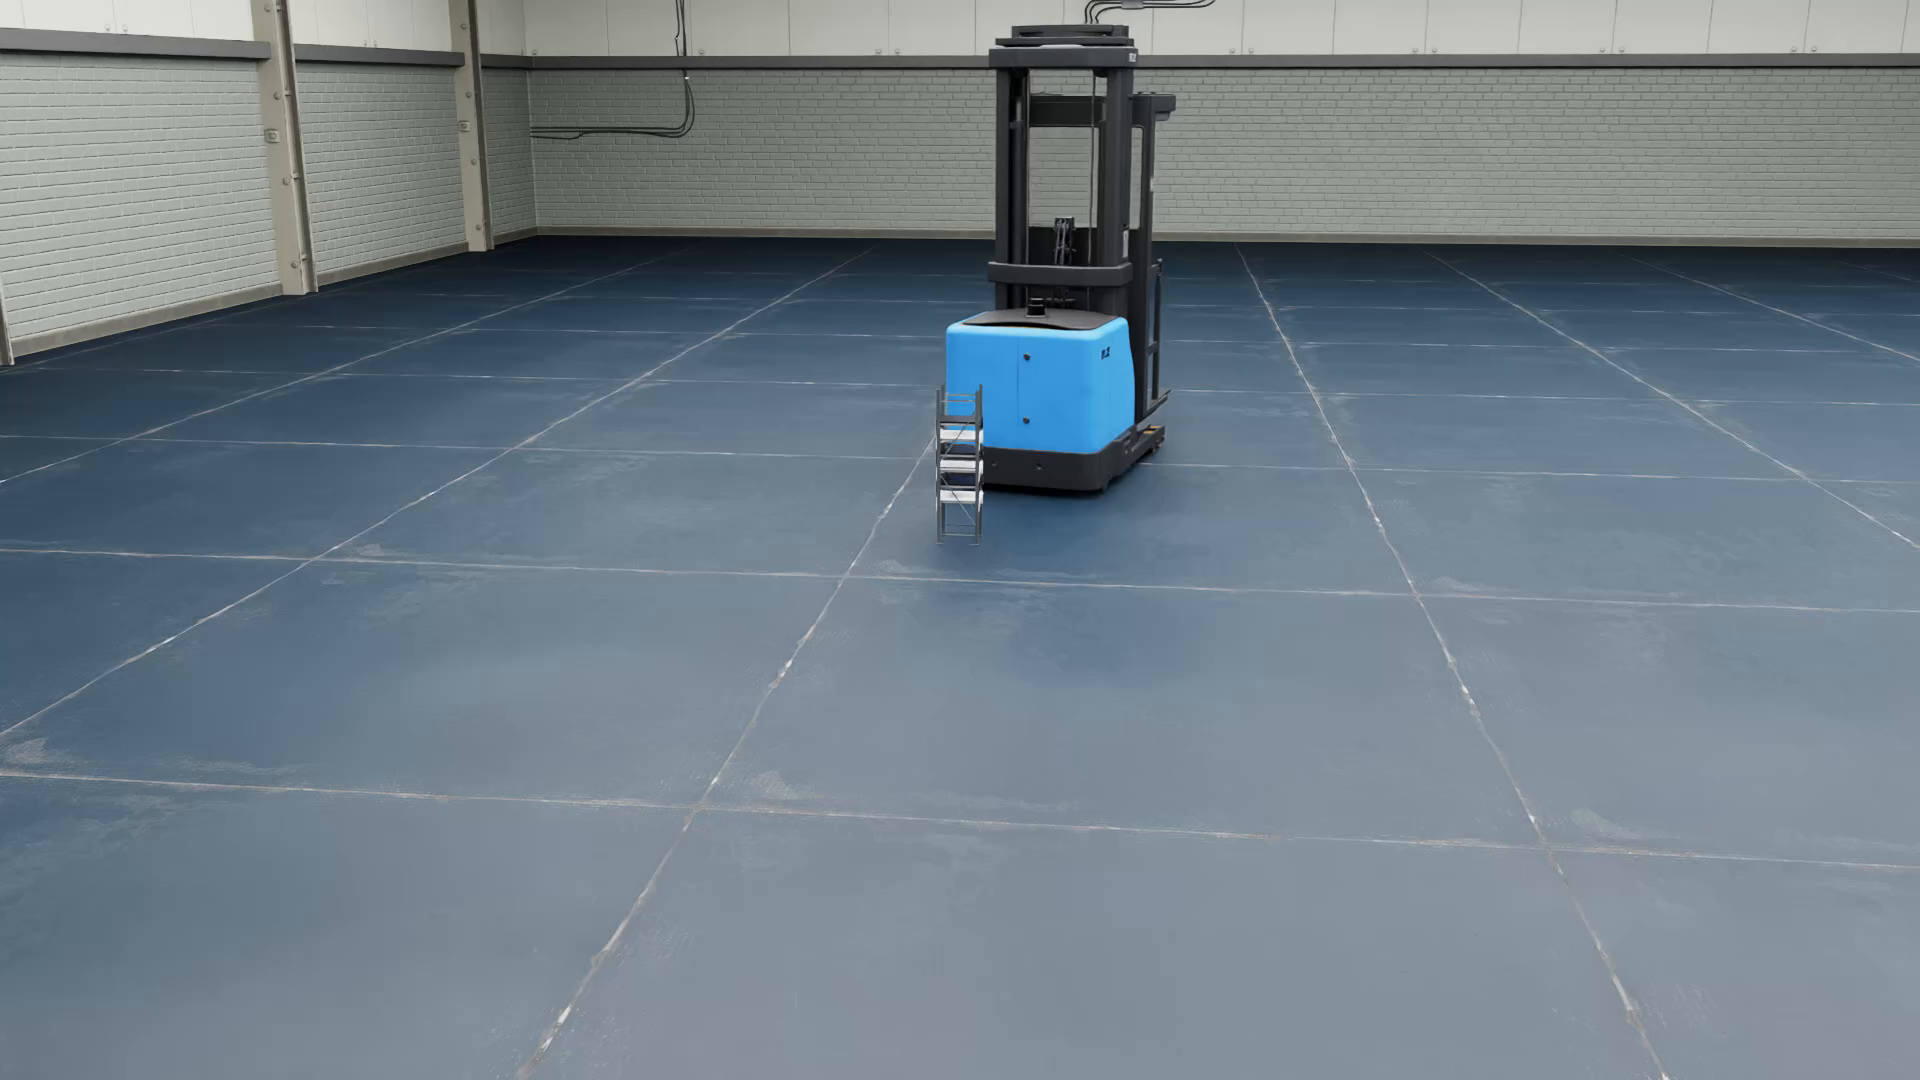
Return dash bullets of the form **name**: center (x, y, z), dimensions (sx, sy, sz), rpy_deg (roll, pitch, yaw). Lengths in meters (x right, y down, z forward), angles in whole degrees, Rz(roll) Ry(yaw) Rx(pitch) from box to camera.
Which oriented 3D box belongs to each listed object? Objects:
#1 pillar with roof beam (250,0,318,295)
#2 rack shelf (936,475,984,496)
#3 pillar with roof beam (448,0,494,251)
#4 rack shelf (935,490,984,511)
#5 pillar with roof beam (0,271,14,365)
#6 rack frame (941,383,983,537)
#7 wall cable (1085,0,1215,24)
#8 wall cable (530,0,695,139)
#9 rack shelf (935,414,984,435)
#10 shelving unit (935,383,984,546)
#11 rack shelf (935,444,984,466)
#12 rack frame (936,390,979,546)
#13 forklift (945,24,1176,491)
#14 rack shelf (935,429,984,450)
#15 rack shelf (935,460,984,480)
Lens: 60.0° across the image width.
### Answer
- **pillar with roof beam**: center (-4.242, -7.406, 19.810), dimensions (9.100, 9.000, 0.400), rpy_deg (2, 15, 6)
- **rack shelf**: center (-0.001, -0.313, 9.569), dimensions (0.258, 0.077, 0.200), rpy_deg (2, 15, 6)
- **pillar with roof beam**: center (-3.565, -8.962, 25.565), dimensions (9.100, 9.000, 0.400), rpy_deg (2, 15, 6)
- **rack shelf**: center (-0.001, -0.226, 9.592), dimensions (0.258, 0.077, 0.200), rpy_deg (2, 15, 6)
- **pillar with roof beam**: center (-4.919, -5.849, 14.055), dimensions (9.100, 9.000, 0.400), rpy_deg (2, 15, 6)
- **rack frame**: center (0.011, -0.459, 9.634), dimensions (0.240, 0.900, 0.006), rpy_deg (2, 15, 6)
- **wall cable**: center (3.235, -11.172, 27.223), dimensions (2.305, 6.003, 0.169), rpy_deg (2, 15, 6)
- **wall cable**: center (-6.196, -8.315, 29.121), dimensions (3.097, 2.526, 0.112), rpy_deg (2, 15, 6)
- **rack shelf**: center (-0.001, -0.661, 9.475), dimensions (0.258, 0.077, 0.200), rpy_deg (2, 15, 6)
- **shelving unit**: center (-0.001, -0.432, 9.537), dimensions (0.258, 0.900, 0.210), rpy_deg (2, 15, 6)
- **rack shelf**: center (-0.001, -0.487, 9.522), dimensions (0.258, 0.077, 0.200), rpy_deg (2, 15, 6)
- **rack frame**: center (-0.012, -0.406, 9.439), dimensions (0.240, 0.900, 0.006), rpy_deg (2, 15, 6)
- **forklift**: center (0.862, -2.068, 11.696), dimensions (1.130, 2.935, 3.031), rpy_deg (5, 16, 19)
- **rack shelf**: center (-0.001, -0.574, 9.499), dimensions (0.258, 0.077, 0.200), rpy_deg (2, 15, 6)
- **rack shelf**: center (-0.001, -0.400, 9.546), dimensions (0.258, 0.077, 0.200), rpy_deg (2, 15, 6)
